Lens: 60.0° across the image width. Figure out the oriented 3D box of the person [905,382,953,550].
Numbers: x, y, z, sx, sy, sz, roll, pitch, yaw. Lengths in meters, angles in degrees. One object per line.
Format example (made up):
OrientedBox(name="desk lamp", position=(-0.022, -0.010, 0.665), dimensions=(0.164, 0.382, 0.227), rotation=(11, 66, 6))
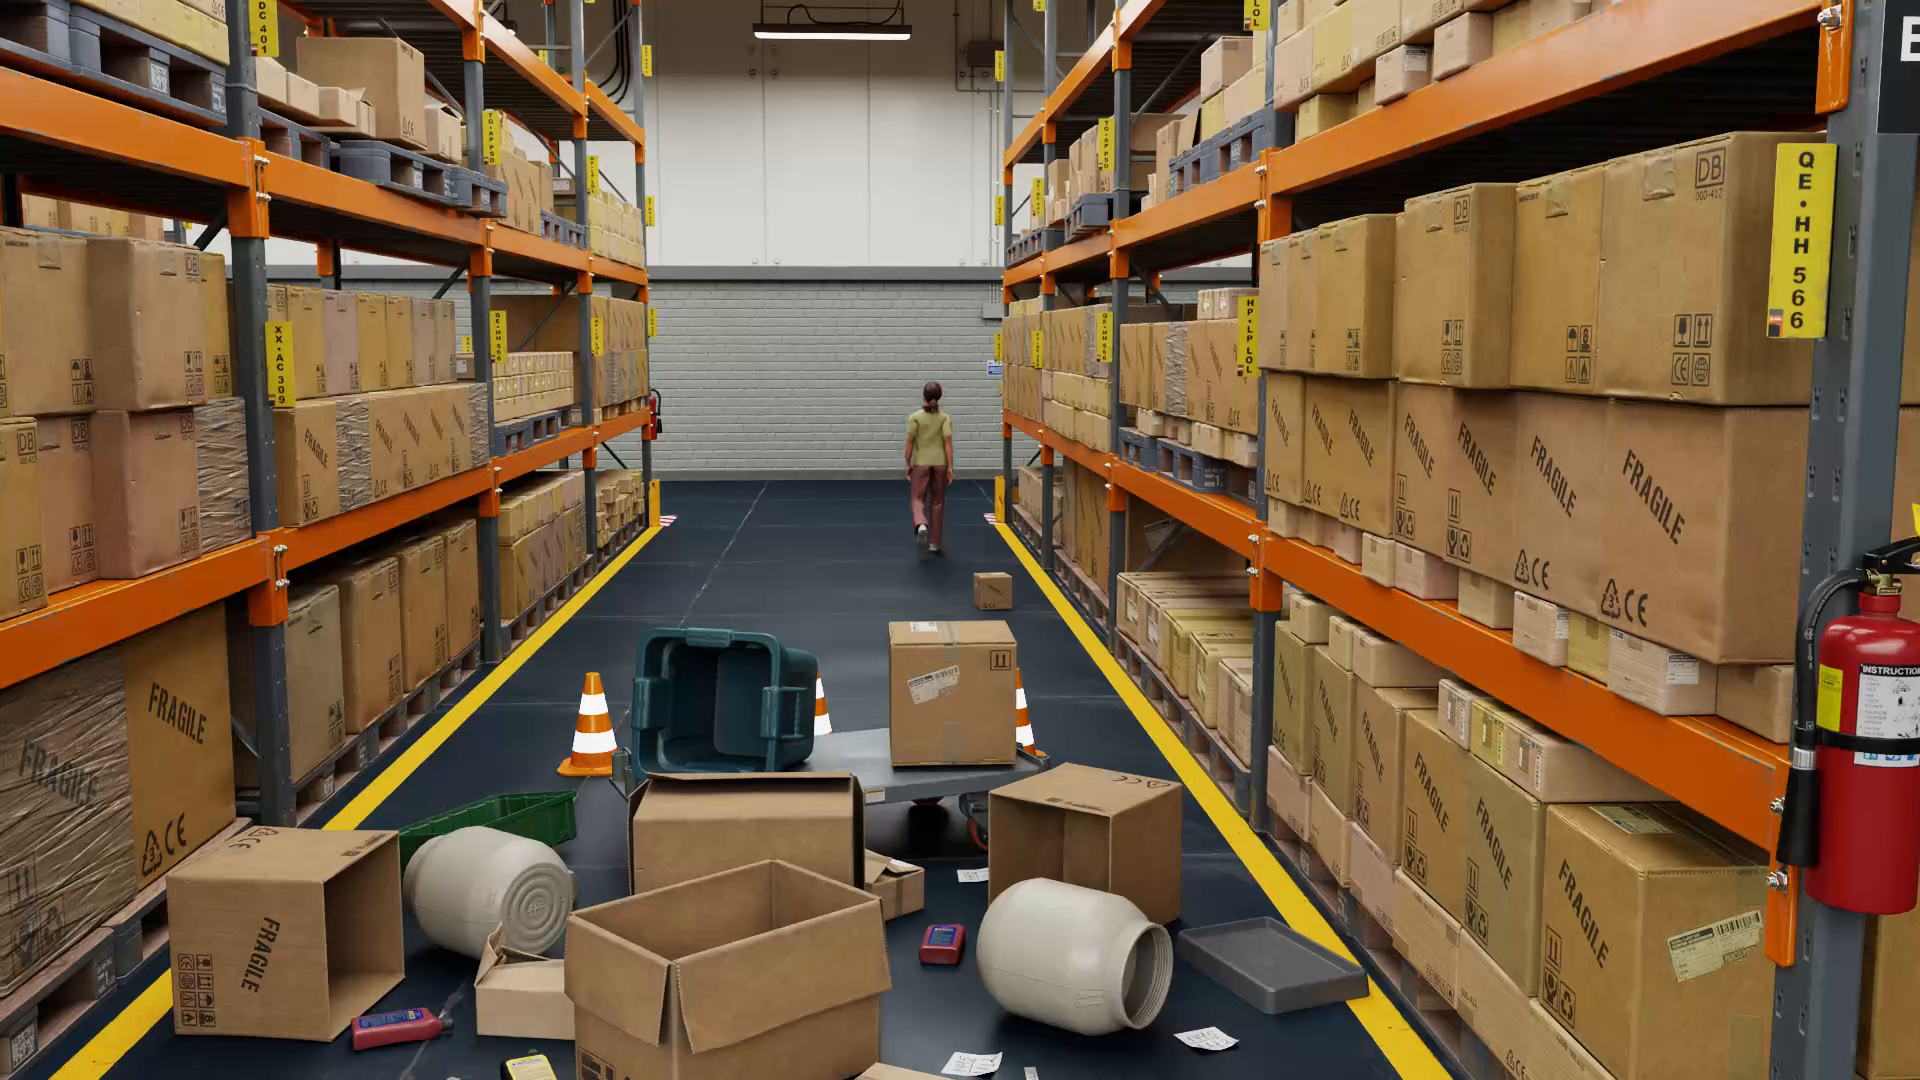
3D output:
OrientedBox(name="person", position=(-0.295, -0.693, 15.921), dimensions=(0.457, 1.639, 0.828), rotation=(0, 7, -3))
